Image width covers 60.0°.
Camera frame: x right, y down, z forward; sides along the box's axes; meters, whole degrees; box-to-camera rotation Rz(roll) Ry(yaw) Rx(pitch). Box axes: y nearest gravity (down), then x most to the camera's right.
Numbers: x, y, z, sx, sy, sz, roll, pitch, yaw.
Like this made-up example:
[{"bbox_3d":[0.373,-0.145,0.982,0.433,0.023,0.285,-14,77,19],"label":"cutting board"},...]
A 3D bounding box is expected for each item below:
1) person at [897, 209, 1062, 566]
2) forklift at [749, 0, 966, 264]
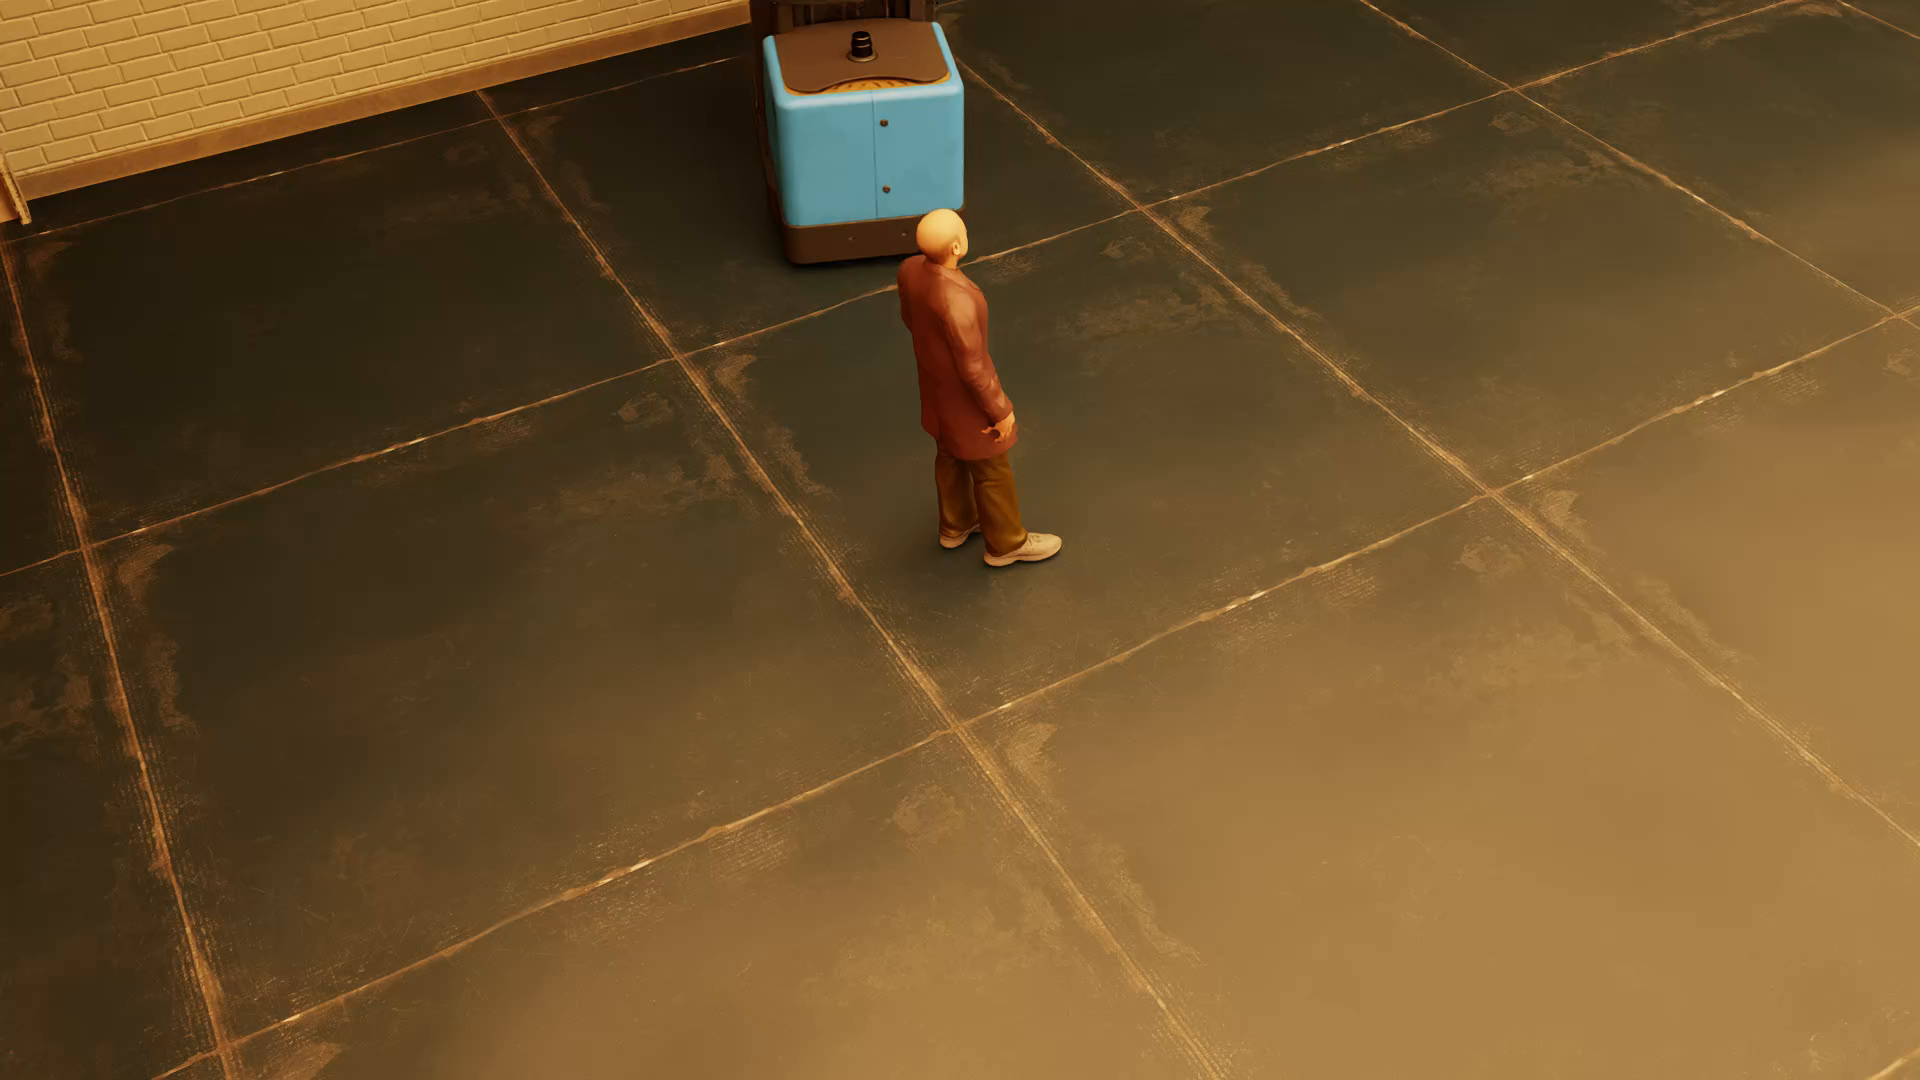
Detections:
[{"bbox_3d":[0.082,-0.686,7.275,0.579,1.778,0.696,-21,47,-21],"label":"person"},{"bbox_3d":[-0.736,-3.653,9.637,1.130,2.935,3.031,-7,43,-8],"label":"forklift"}]
